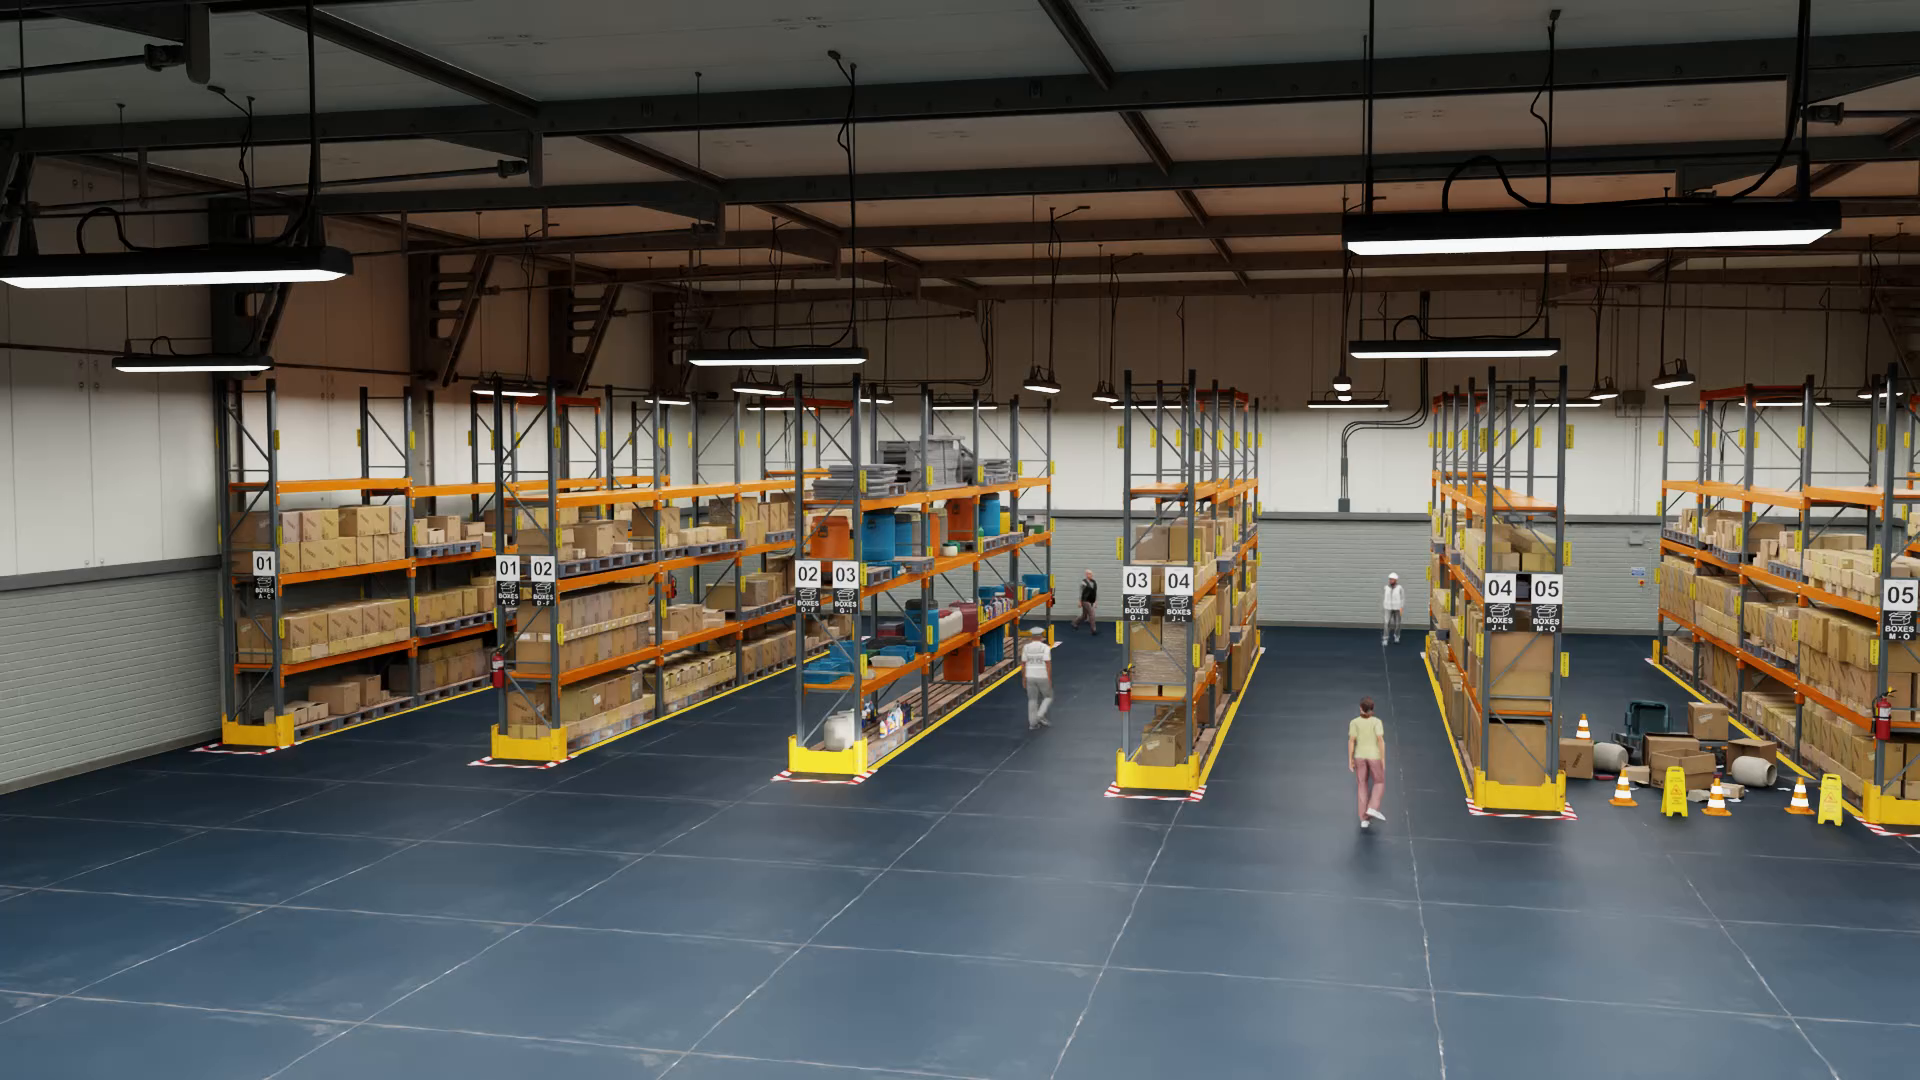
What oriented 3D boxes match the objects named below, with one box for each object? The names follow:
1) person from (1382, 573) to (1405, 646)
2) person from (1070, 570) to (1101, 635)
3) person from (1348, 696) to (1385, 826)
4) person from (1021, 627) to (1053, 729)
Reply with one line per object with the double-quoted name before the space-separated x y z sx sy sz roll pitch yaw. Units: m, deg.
"person" 10.589 1.677 40.643 0.559 1.731 1.004 1 4 22
"person" 3.267 1.598 42.860 1.052 1.671 0.521 2 4 35
"person" 5.282 2.870 21.562 0.492 1.659 0.470 1 4 22
"person" 1.331 2.388 28.747 0.586 1.762 0.493 2 4 25
